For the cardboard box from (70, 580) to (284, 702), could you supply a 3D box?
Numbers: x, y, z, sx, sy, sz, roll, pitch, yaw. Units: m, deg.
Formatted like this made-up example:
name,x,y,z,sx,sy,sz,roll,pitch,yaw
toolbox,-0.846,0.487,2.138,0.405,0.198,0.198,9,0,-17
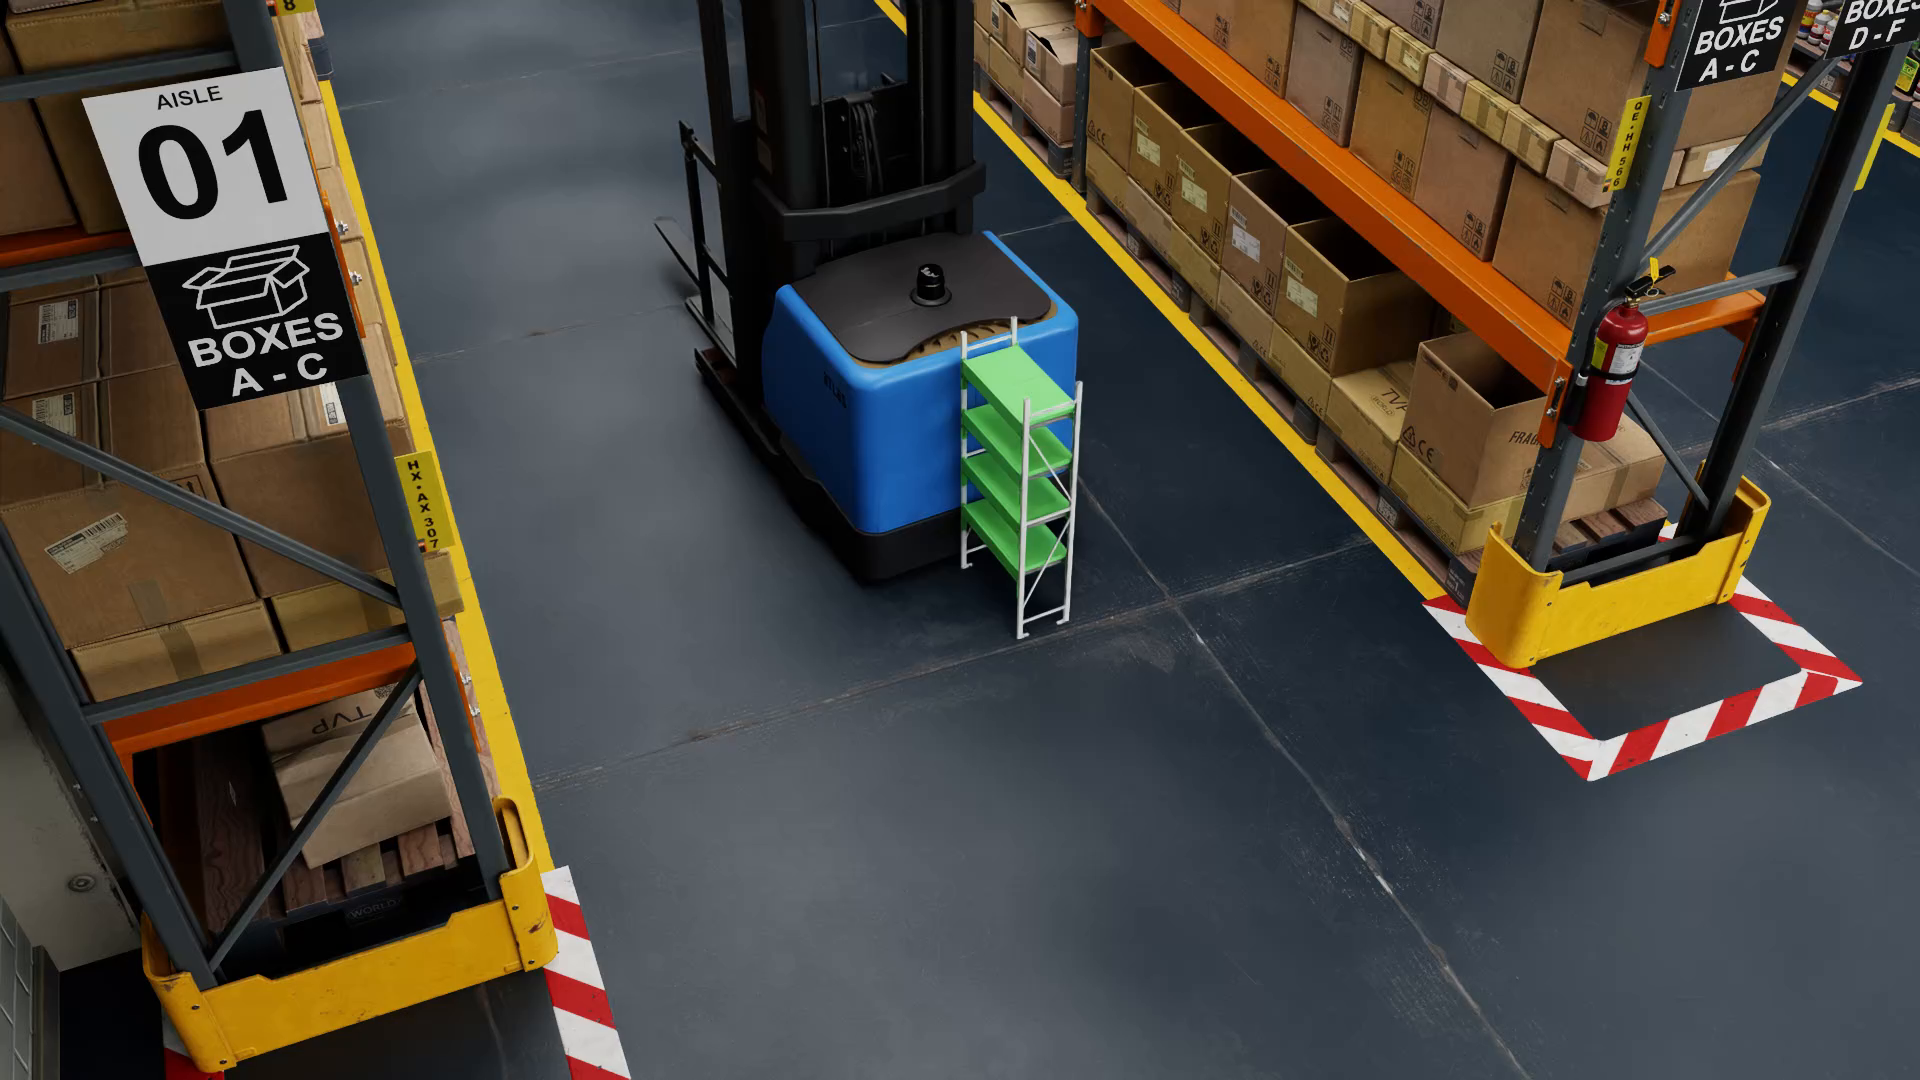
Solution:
name,x,y,z,sx,sy,sz,roll,pitch,yaw
cardboard box,-2.276,0.182,4.838,0.500,0.250,0.500,-15,43,-16

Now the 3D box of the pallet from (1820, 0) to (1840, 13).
name,x,y,z,sx,sy,sz,roll,pitch,yaw
pallet,5.368,-3.922,11.649,1.003,0.211,1.213,-15,43,-17

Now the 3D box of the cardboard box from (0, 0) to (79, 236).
name,x,y,z,sx,sy,sz,roll,pitch,yaw
cardboard box,-2.312,-1.006,3.726,0.500,0.500,0.500,-12,42,-14

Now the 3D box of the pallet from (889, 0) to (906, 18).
name,x,y,z,sx,sy,sz,roll,pitch,yaw
pallet,-0.125,-4.129,11.889,1.003,0.211,1.213,-15,43,-17

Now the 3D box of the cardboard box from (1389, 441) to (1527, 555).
name,x,y,z,sx,sy,sz,roll,pitch,yaw
cardboard box,2.179,-0.239,7.014,0.500,0.250,0.500,-15,43,-17

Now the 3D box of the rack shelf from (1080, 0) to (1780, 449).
name,x,y,z,sx,sy,sz,roll,pitch,yaw
rack shelf,1.892,-1.805,7.600,1.077,0.370,4.000,-15,43,-17

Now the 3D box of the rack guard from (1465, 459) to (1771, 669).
name,x,y,z,sx,sy,sz,roll,pitch,yaw
rack guard,2.666,0.090,6.762,1.175,0.500,0.348,-15,43,-17

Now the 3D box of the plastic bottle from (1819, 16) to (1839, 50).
name,x,y,z,sx,sy,sz,roll,pitch,yaw
plastic bottle,5.499,-3.198,10.477,0.097,0.201,0.097,0,41,0

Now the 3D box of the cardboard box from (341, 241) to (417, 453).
name,x,y,z,sx,sy,sz,roll,pitch,yaw
cardboard box,-2.003,-0.532,5.093,0.500,0.500,0.500,-15,43,-17

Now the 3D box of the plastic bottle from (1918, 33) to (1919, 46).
name,x,y,z,sx,sy,sz,roll,pitch,yaw
plastic bottle,6.084,-3.326,10.511,0.144,0.351,0.185,-15,43,-17

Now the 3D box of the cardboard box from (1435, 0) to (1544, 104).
name,x,y,z,sx,sy,sz,roll,pitch,yaw
cardboard box,2.264,-2.034,6.243,0.700,0.500,0.500,-16,43,-18

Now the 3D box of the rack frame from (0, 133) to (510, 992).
name,x,y,z,sx,sy,sz,roll,pitch,yaw
rack frame,-1.918,0.366,4.524,1.000,3.000,0.127,-15,43,-17

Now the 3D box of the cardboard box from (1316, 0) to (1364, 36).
name,x,y,z,sx,sy,sz,roll,pitch,yaw
cardboard box,1.739,-2.273,7.018,0.380,0.149,0.250,-16,43,-17

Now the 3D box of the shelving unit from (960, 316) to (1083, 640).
name,x,y,z,sx,sy,sz,roll,pitch,yaw
shelving unit,0.225,-0.229,6.596,0.258,1.200,0.503,-19,44,-21

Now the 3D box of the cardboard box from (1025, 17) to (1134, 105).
name,x,y,z,sx,sy,sz,roll,pitch,yaw
cardboard box,0.707,-2.784,9.543,0.500,0.311,0.500,-15,43,-17

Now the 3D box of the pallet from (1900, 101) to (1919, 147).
name,x,y,z,sx,sy,sz,roll,pitch,yaw
pallet,6.393,-2.307,9.771,1.003,0.211,1.213,-15,43,-17

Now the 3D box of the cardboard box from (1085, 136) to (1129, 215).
name,x,y,z,sx,sy,sz,roll,pitch,yaw
cardboard box,1.024,-2.044,9.113,0.500,0.250,0.500,-15,43,-17

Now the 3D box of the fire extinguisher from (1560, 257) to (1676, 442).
name,x,y,z,sx,sy,sz,roll,pitch,yaw
fire extinguisher,2.273,-0.656,5.772,0.296,0.674,0.183,-15,43,-17

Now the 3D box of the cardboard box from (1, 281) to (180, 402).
name,x,y,z,sx,sy,sz,roll,pitch,yaw
cardboard box,-2.479,-0.406,4.946,0.500,0.500,0.500,-15,43,-16

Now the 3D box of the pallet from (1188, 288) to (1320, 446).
name,x,y,z,sx,sy,sz,roll,pitch,yaw
pallet,1.863,-0.999,8.250,1.003,0.211,1.213,-15,43,-17

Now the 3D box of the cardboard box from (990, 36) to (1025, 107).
name,x,y,z,sx,sy,sz,roll,pitch,yaw
cardboard box,0.508,-2.881,10.087,0.500,0.250,0.500,-16,43,-18

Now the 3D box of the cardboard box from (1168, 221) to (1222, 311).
name,x,y,z,sx,sy,sz,roll,pitch,yaw
cardboard box,1.397,-1.439,8.409,0.500,0.250,0.500,-15,43,-17

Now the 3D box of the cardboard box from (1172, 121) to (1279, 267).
name,x,y,z,sx,sy,sz,roll,pitch,yaw
cardboard box,1.397,-1.723,8.165,0.500,0.500,0.500,-15,43,-17

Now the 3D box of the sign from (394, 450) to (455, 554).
name,x,y,z,sx,sy,sz,roll,pitch,yaw
sign,-1.417,-0.098,4.400,0.100,0.325,0.005,-15,43,-17

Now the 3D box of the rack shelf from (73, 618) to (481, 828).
name,x,y,z,sx,sy,sz,roll,pitch,yaw
rack shelf,-2.684,-0.567,6.160,1.077,0.370,4.000,-15,43,-17

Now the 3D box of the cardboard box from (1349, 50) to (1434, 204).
name,x,y,z,sx,sy,sz,roll,pitch,yaw
cardboard box,2.100,-1.811,6.978,0.700,0.500,0.500,-15,43,-17

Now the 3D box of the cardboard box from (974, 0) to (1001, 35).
name,x,y,z,sx,sy,sz,roll,pitch,yaw
cardboard box,0.313,-3.397,10.256,0.500,0.311,0.500,-15,43,-17

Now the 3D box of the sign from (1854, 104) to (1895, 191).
name,x,y,z,sx,sy,sz,roll,pitch,yaw
sign,3.172,-1.366,5.813,0.100,0.325,0.005,-15,43,-17

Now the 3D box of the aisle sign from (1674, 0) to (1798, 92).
name,x,y,z,sx,sy,sz,roll,pitch,yaw
aisle sign,2.411,-1.745,4.985,0.394,0.787,0.004,-15,43,-17

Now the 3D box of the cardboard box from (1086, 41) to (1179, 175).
name,x,y,z,sx,sy,sz,roll,pitch,yaw
cardboard box,1.015,-2.326,8.866,0.500,0.500,0.500,-15,43,-17

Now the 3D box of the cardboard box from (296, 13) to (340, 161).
name,x,y,z,sx,sy,sz,roll,pitch,yaw
cardboard box,-2.786,-1.772,6.535,0.500,0.500,0.500,-15,43,-17

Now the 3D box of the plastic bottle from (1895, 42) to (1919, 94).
name,x,y,z,sx,sy,sz,roll,pitch,yaw
plastic bottle,5.727,-2.839,9.997,0.061,0.283,0.133,-13,42,-15

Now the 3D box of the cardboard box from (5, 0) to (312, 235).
name,x,y,z,sx,sy,sz,roll,pitch,yaw
cardboard box,-1.815,-1.081,3.814,0.500,0.500,0.500,-14,43,-16

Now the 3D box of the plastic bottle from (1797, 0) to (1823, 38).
name,x,y,z,sx,sy,sz,roll,pitch,yaw
plastic bottle,5.421,-3.347,10.596,0.097,0.271,0.097,0,41,0

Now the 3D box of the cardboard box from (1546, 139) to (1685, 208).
name,x,y,z,sx,sy,sz,roll,pitch,yaw
cardboard box,2.335,-1.339,5.932,0.380,0.149,0.250,-16,43,-18

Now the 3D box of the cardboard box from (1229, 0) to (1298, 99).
name,x,y,z,sx,sy,sz,roll,pitch,yaw
cardboard box,1.698,-2.435,7.704,0.700,0.500,0.500,-14,43,-16

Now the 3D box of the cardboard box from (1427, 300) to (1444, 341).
name,x,y,z,sx,sy,sz,roll,pitch,yaw
cardboard box,2.261,-1.251,7.616,0.500,0.500,0.500,-15,43,-17

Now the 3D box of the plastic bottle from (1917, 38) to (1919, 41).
name,x,y,z,sx,sy,sz,roll,pitch,yaw
plastic bottle,5.797,-3.001,10.194,0.097,0.271,0.097,0,41,0

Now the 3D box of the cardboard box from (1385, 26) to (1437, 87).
name,x,y,z,sx,sy,sz,roll,pitch,yaw
cardboard box,1.940,-1.961,6.655,0.380,0.149,0.250,-14,43,-16

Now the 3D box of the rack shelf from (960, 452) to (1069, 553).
name,x,y,z,sx,sy,sz,roll,pitch,yaw
rack shelf,0.225,-0.180,6.637,0.258,0.148,0.480,-19,44,-21

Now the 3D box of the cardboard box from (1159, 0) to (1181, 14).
name,x,y,z,sx,sy,sz,roll,pitch,yaw
cardboard box,1.302,-3.054,8.425,0.700,0.500,0.500,-16,43,-18

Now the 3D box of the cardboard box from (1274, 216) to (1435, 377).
name,x,y,z,sx,sy,sz,roll,pitch,yaw
cardboard box,1.781,-1.121,7.465,0.500,0.500,0.500,-15,43,-17

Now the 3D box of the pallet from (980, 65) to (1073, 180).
name,x,y,z,sx,sy,sz,roll,pitch,yaw
pallet,0.808,-2.659,10.180,1.003,0.211,1.213,-15,43,-17

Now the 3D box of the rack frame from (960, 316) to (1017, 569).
name,x,y,z,sx,sy,sz,roll,pitch,yaw
rack frame,0.111,-0.369,6.759,0.240,1.200,0.015,-19,44,-21

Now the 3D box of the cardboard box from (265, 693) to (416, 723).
name,x,y,z,sx,sy,sz,roll,pitch,yaw
cardboard box,-2.318,0.436,6.168,0.500,0.311,0.500,-12,42,-13

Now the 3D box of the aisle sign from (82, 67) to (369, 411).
name,x,y,z,sx,sy,sz,roll,pitch,yaw
aisle sign,-1.614,-0.652,3.713,0.394,0.787,0.004,-15,43,-17

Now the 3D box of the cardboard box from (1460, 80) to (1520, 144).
name,x,y,z,sx,sy,sz,roll,pitch,yaw
cardboard box,2.135,-1.650,6.294,0.380,0.149,0.250,-16,43,-17

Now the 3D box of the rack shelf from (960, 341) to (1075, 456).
name,x,y,z,sx,sy,sz,roll,pitch,yaw
rack shelf,0.225,-0.544,6.324,0.258,0.148,0.480,-19,44,-21

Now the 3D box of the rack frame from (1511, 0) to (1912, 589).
name,x,y,z,sx,sy,sz,roll,pitch,yaw
rack frame,2.657,-0.873,5.964,1.000,3.000,0.127,-15,43,-17

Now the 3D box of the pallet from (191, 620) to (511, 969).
name,x,y,z,sx,sy,sz,roll,pitch,yaw
pallet,-2.226,0.879,6.066,1.003,0.211,1.213,-15,43,-17

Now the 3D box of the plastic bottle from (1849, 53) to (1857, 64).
name,x,y,z,sx,sy,sz,roll,pitch,yaw
plastic bottle,5.630,-3.088,10.235,0.144,0.351,0.185,-14,43,-16

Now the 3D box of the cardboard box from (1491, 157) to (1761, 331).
name,x,y,z,sx,sy,sz,roll,pitch,yaw
cardboard box,2.490,-1.195,6.262,0.700,0.500,0.500,-15,43,-17

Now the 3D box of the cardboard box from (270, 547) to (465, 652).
name,x,y,z,sx,sy,sz,roll,pitch,yaw
cardboard box,-1.812,0.042,5.001,0.500,0.250,0.500,-16,43,-18

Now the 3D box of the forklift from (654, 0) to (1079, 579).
name,x,y,z,sx,sy,sz,roll,pitch,yaw
forklift,-0.638,-1.900,7.212,1.130,2.935,3.031,-19,44,-21

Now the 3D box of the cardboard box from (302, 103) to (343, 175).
name,x,y,z,sx,sy,sz,roll,pitch,yaw
cardboard box,-2.404,-1.153,5.815,0.500,0.500,0.500,-14,43,-16

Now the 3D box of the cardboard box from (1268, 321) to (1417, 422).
name,x,y,z,sx,sy,sz,roll,pitch,yaw
cardboard box,1.783,-0.838,7.710,0.500,0.250,0.500,-15,43,-17

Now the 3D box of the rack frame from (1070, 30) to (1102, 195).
name,x,y,z,sx,sy,sz,roll,pitch,yaw
rack frame,1.126,-3.282,8.766,1.000,3.000,0.127,-15,43,-17
